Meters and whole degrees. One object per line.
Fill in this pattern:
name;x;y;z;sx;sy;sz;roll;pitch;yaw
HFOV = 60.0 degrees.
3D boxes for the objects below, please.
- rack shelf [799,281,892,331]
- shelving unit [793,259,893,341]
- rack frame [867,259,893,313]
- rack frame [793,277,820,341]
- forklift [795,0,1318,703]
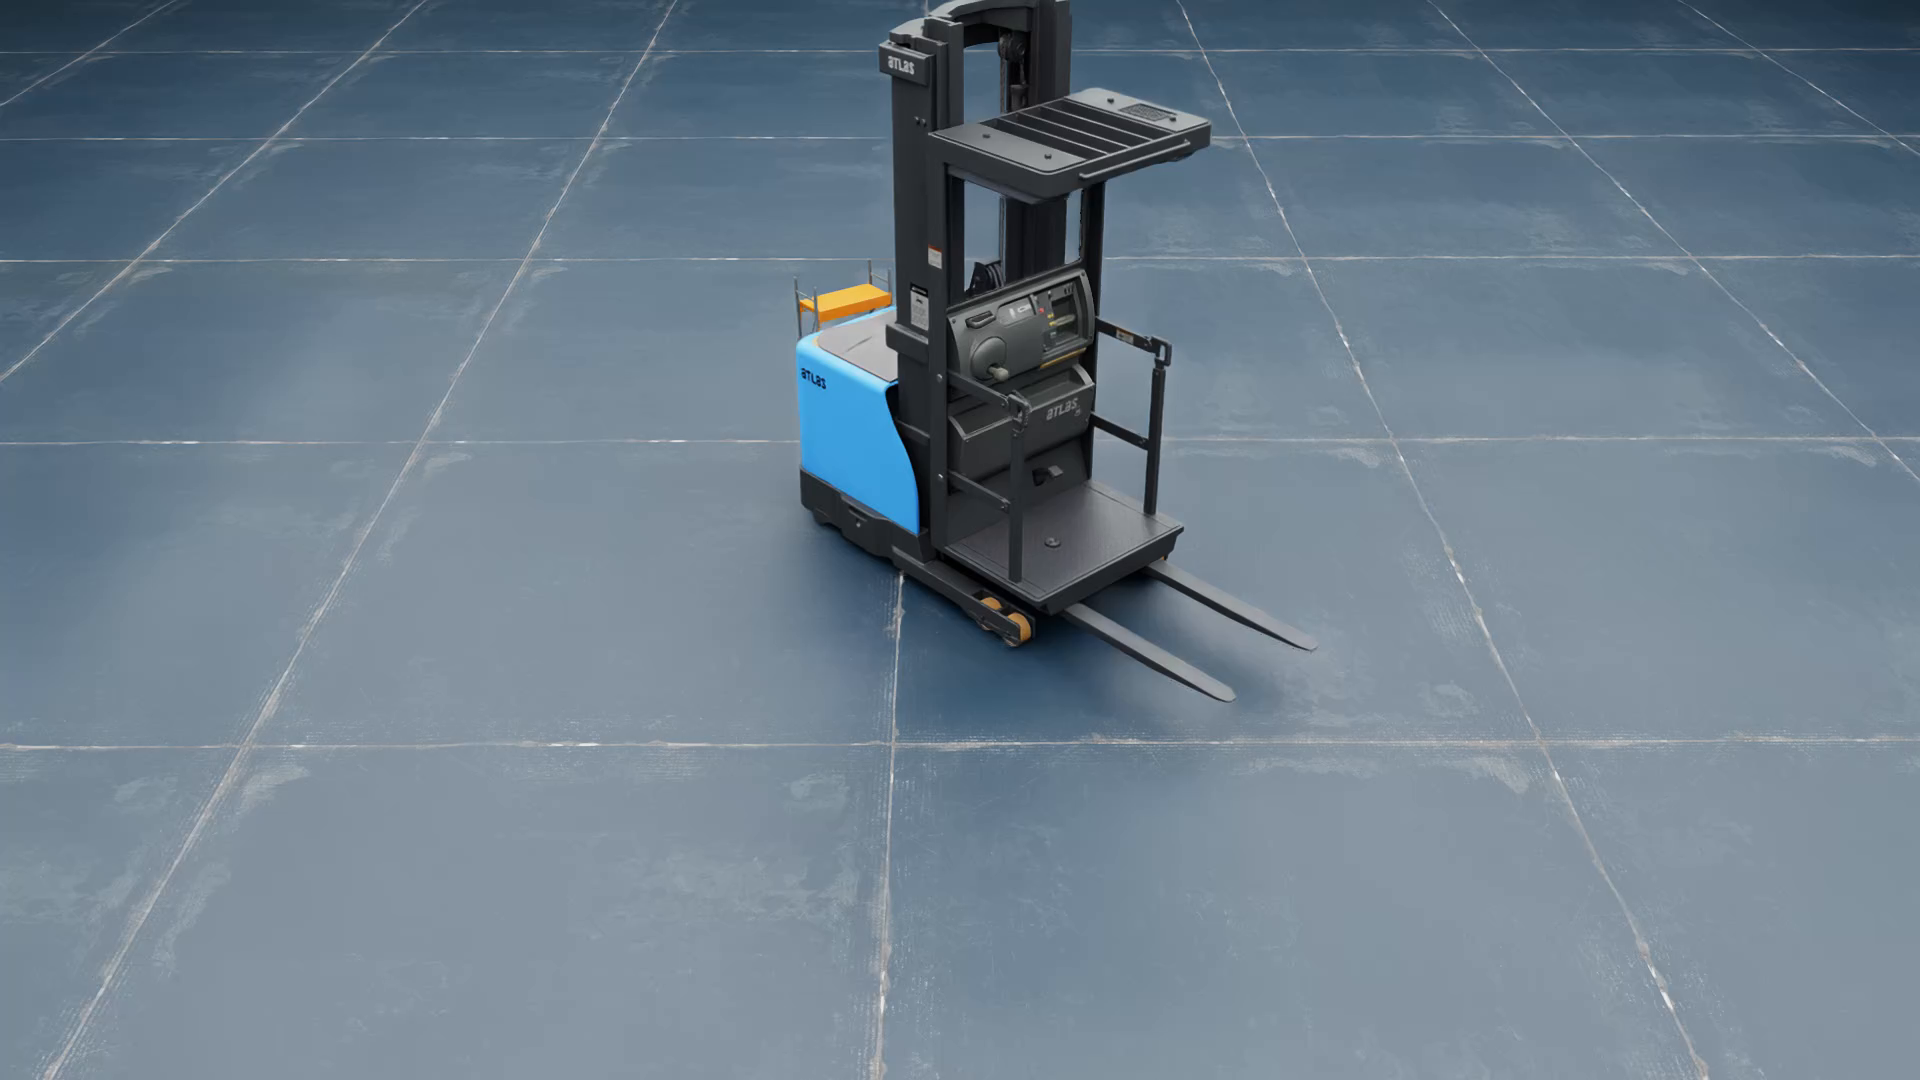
rack shelf;-0.658;-1.327;9.508;0.480;0.148;0.258;-19;32;-29
shelving unit;-0.643;-0.980;9.693;0.503;1.200;0.258;-19;32;-29
rack frame;-0.442;-1.051;9.810;0.015;1.200;0.240;-19;32;-29
rack frame;-0.845;-0.909;9.575;0.015;1.200;0.240;-19;32;-29
forklift;0.458;-1.019;8.103;1.130;2.935;3.031;-25;39;-35
